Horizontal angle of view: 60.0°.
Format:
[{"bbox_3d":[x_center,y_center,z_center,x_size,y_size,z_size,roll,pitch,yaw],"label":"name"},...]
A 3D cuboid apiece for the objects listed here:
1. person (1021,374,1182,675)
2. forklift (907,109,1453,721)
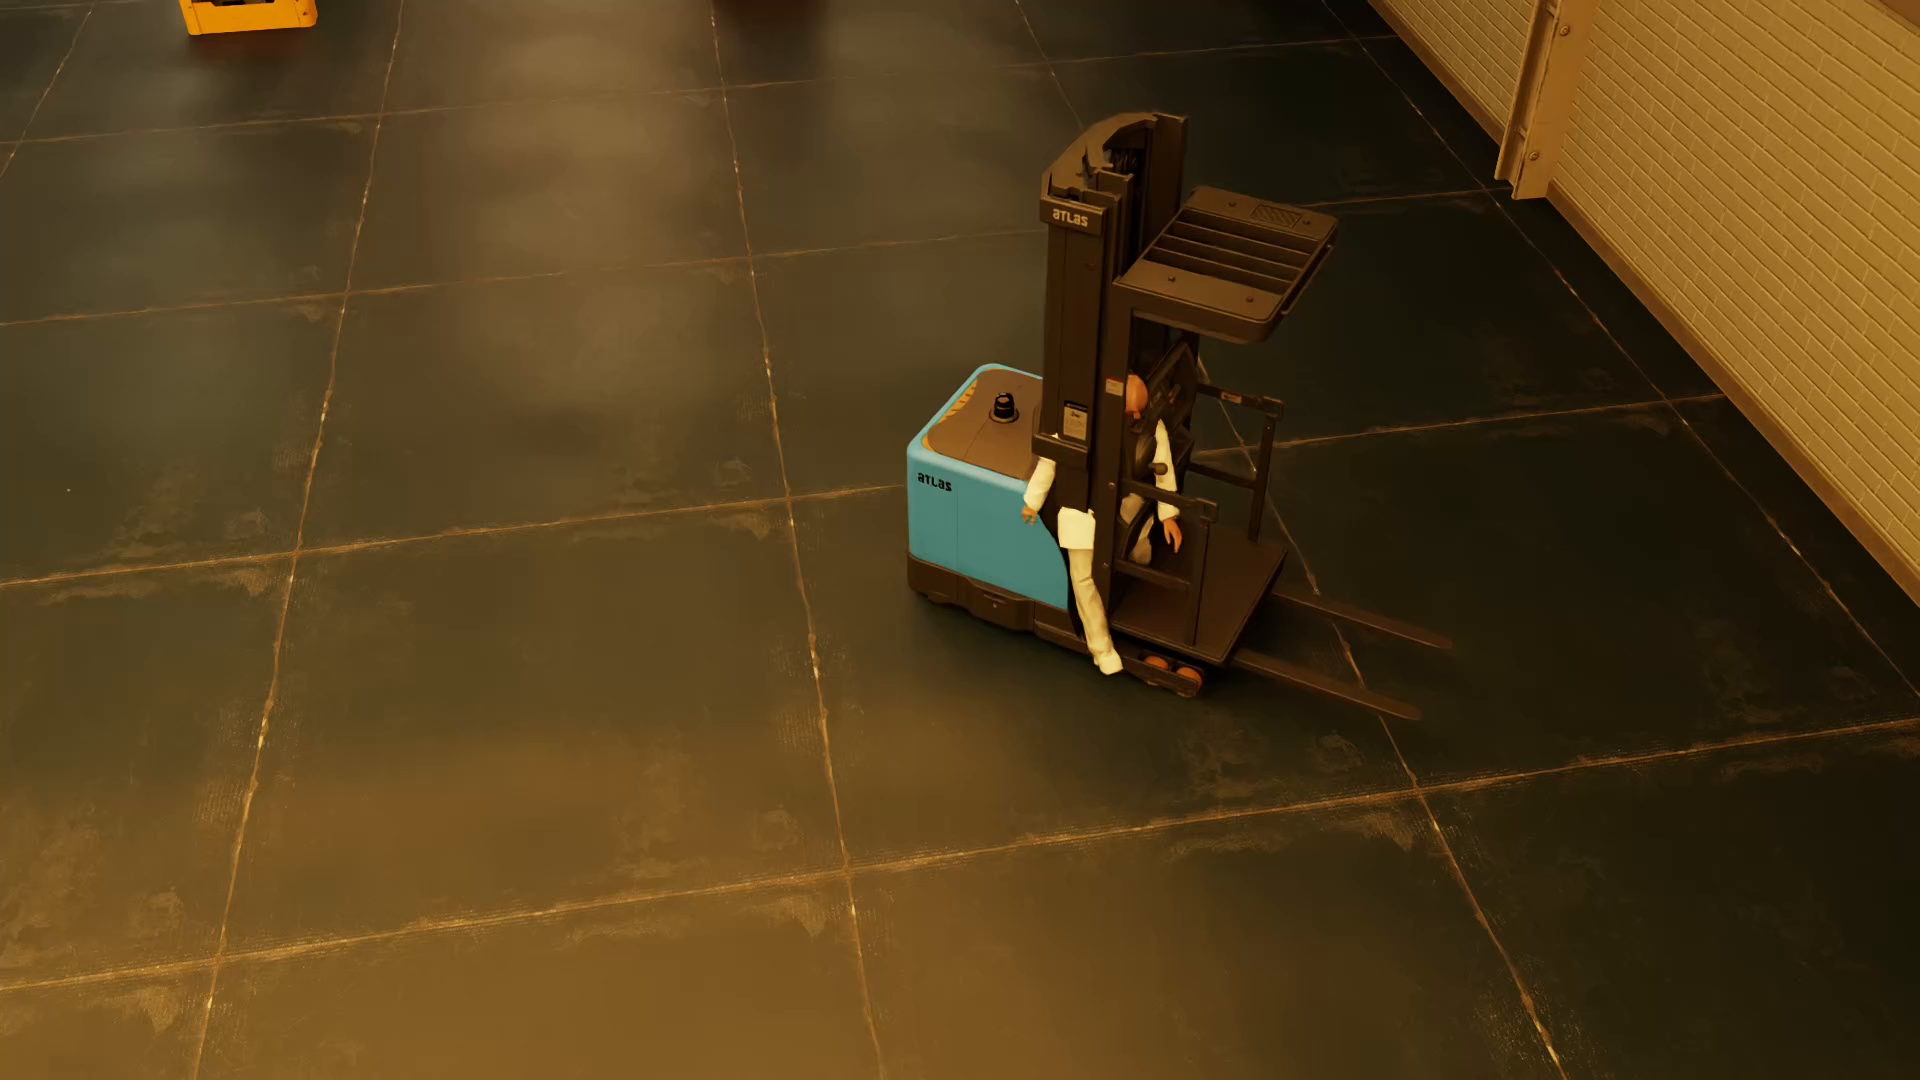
[{"bbox_3d":[0.812,-0.123,8.896,0.887,1.647,1.065,-10,41,-11],"label":"person"},{"bbox_3d":[1.236,-0.643,8.713,3.031,2.935,1.130,19,44,21],"label":"forklift"}]
